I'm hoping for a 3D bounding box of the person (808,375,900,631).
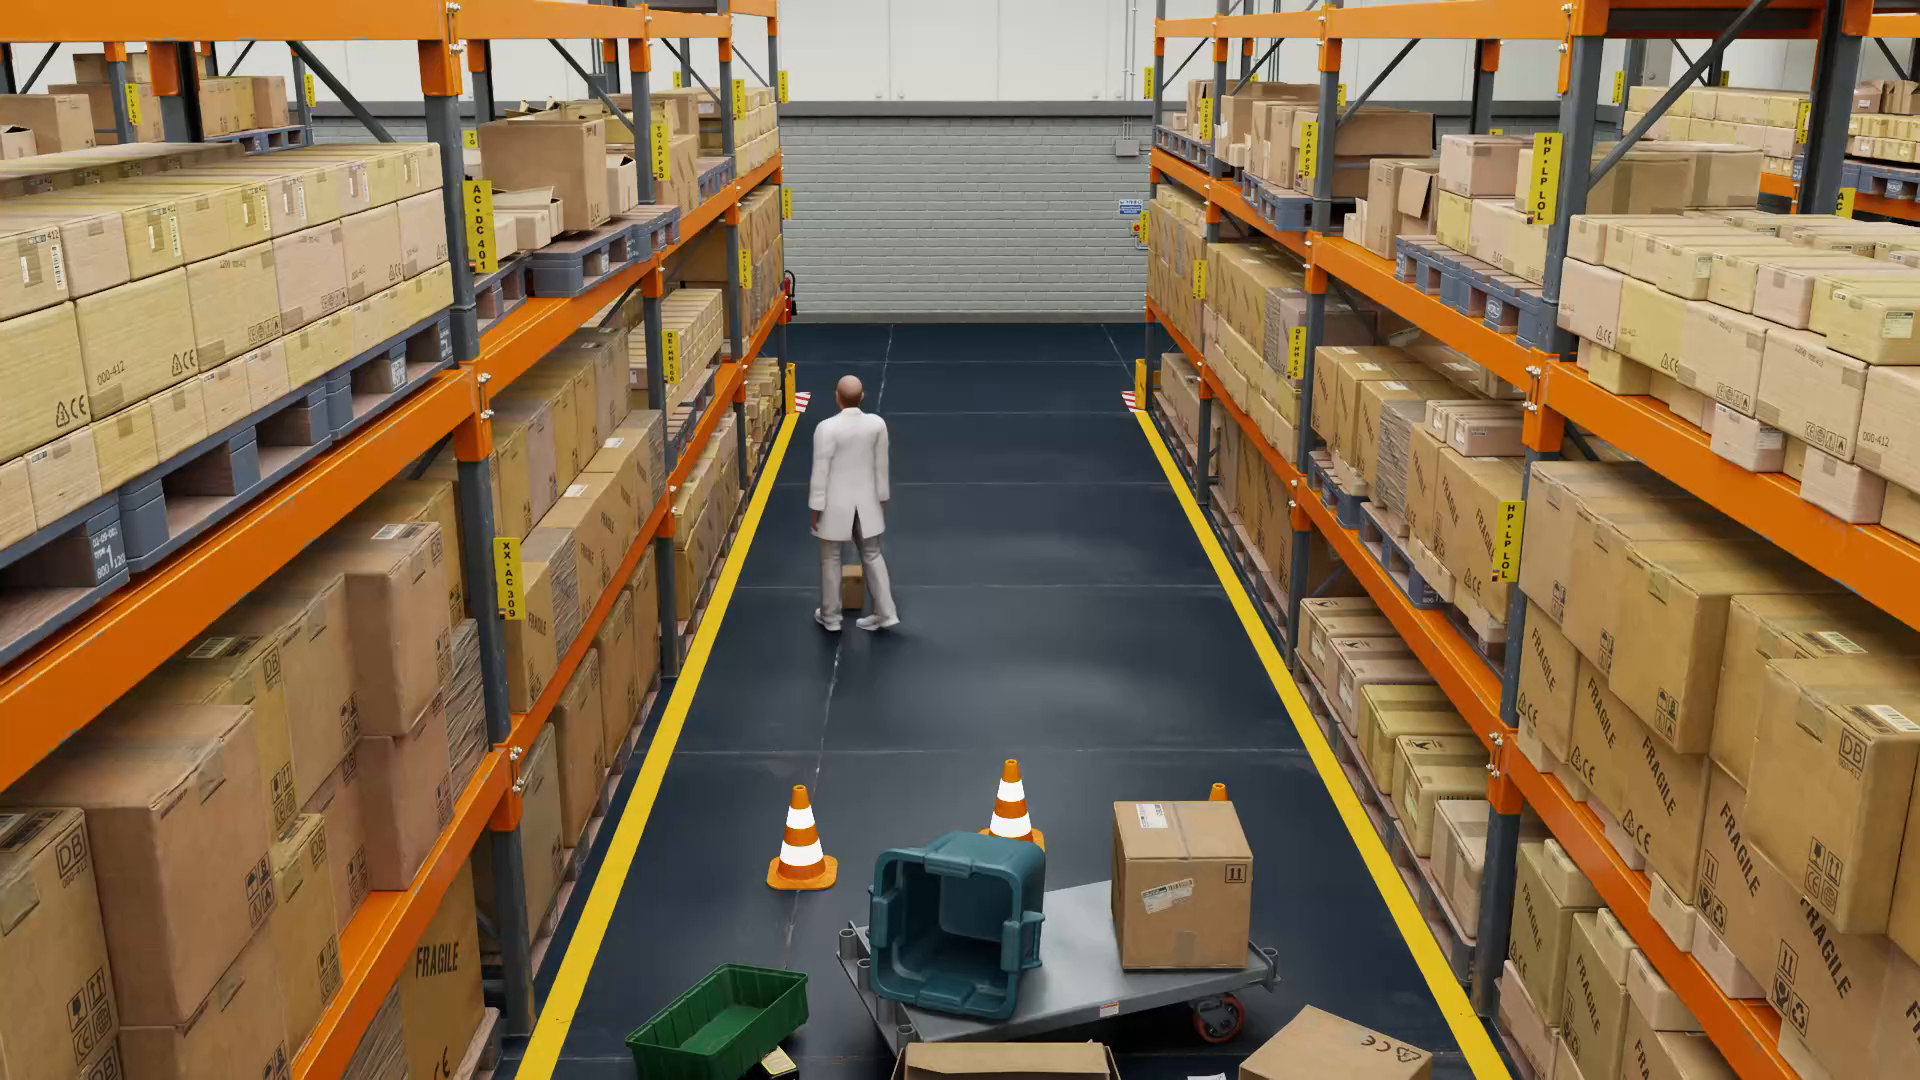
[{"bbox_3d":[-0.765,-0.239,11.363,0.611,1.807,0.589,-8,18,-23],"label":"person"}]
